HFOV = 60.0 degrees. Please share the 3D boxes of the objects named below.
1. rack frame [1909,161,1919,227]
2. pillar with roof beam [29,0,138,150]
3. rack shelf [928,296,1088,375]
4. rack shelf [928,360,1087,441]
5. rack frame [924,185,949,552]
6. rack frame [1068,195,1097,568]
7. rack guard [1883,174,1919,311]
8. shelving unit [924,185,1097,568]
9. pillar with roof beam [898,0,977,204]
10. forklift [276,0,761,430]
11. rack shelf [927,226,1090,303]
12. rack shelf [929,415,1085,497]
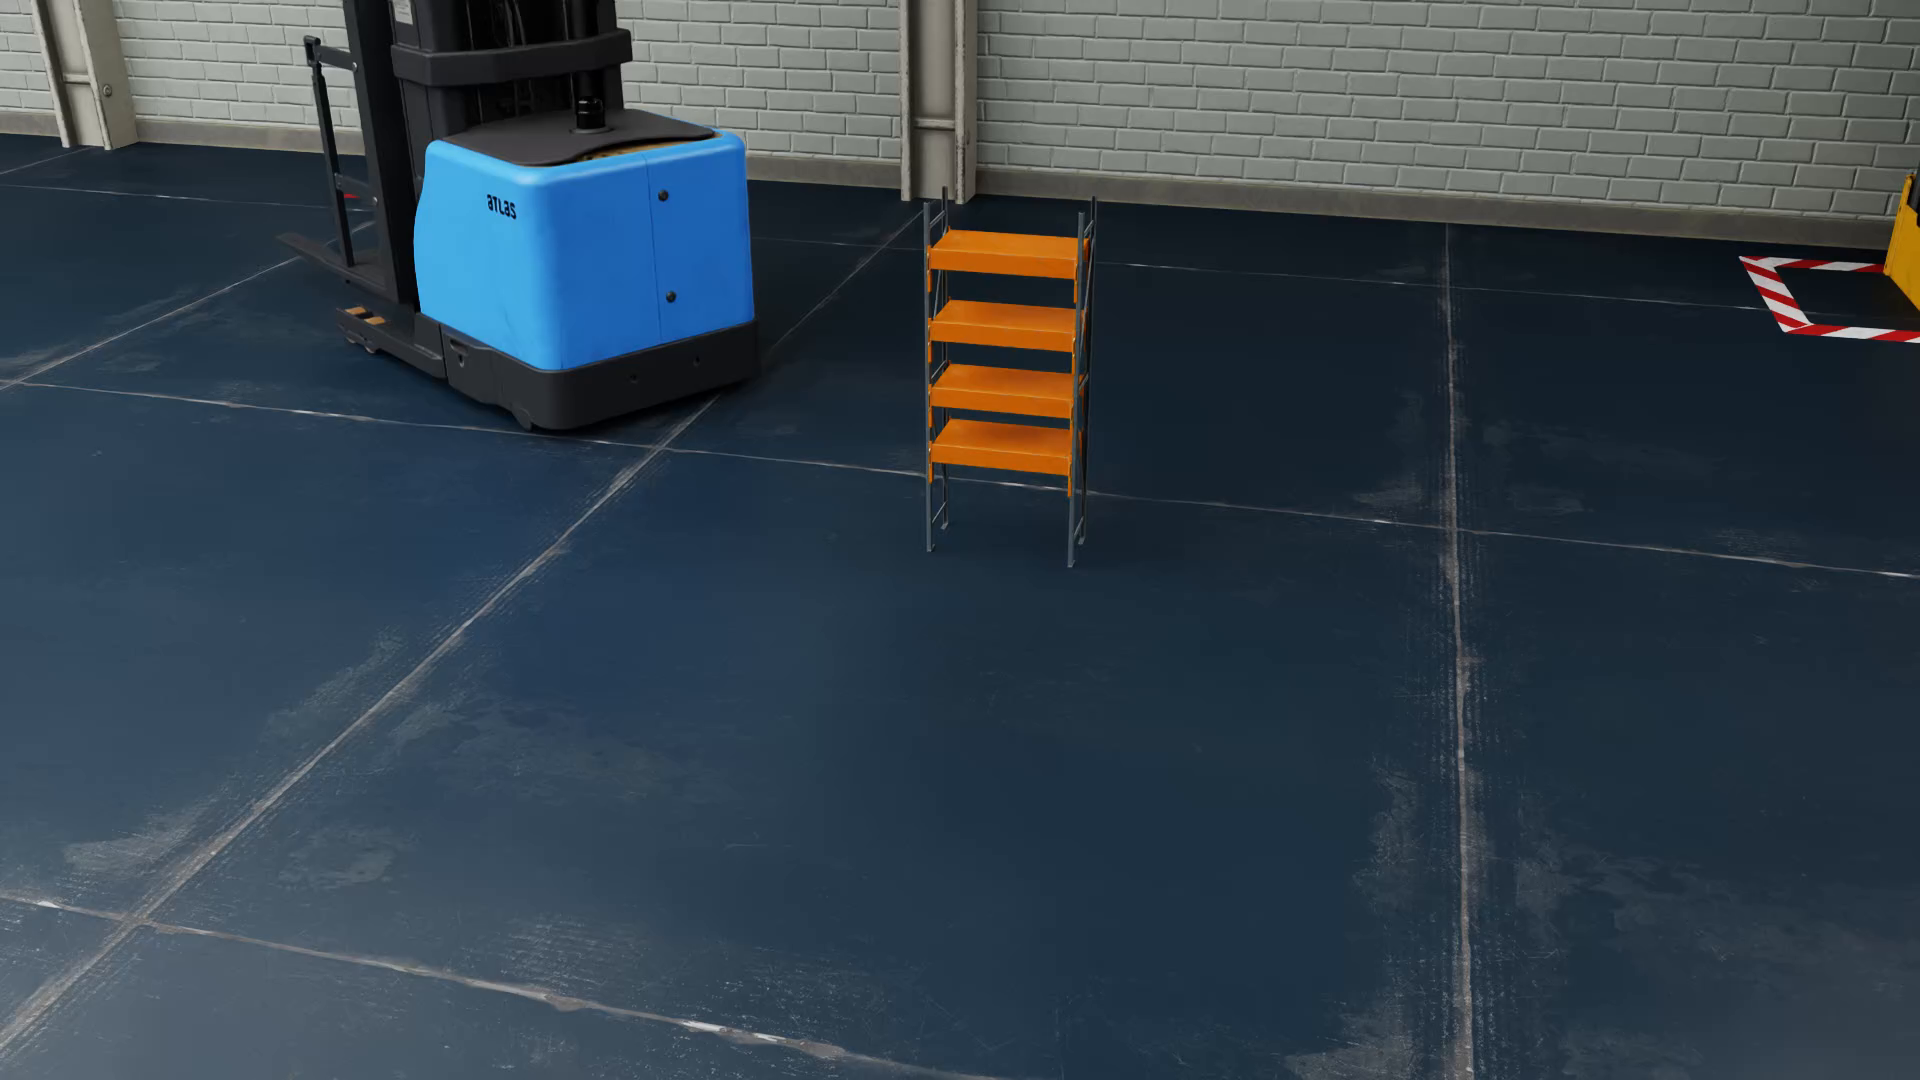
[{"bbox_3d":[4.790,-2.528,7.571,0.127,3.000,1.000,6,26,13],"label":"rack frame"},{"bbox_3d":[-7.011,-5.015,5.815,0.400,9.000,9.100,6,26,13],"label":"pillar with roof beam"},{"bbox_3d":[0.160,-0.665,5.388,0.480,0.148,0.258,6,26,13],"label":"rack shelf"},{"bbox_3d":[0.160,-0.463,5.484,0.480,0.148,0.258,6,26,13],"label":"rack shelf"},{"bbox_3d":[-0.076,-0.550,5.510,0.015,1.200,0.240,6,26,13],"label":"rack frame"},{"bbox_3d":[0.397,-0.498,5.400,0.015,1.200,0.240,6,26,13],"label":"rack frame"},{"bbox_3d":[4.863,-1.392,8.092,0.348,0.500,1.175,6,26,13],"label":"rack guard"},{"bbox_3d":[0.160,-0.524,5.455,0.503,1.200,0.258,6,26,13],"label":"shelving unit"},{"bbox_3d":[-1.200,-4.372,4.465,0.400,9.000,9.100,6,26,13],"label":"pillar with roof beam"},{"bbox_3d":[-2.219,-2.298,7.167,1.130,2.935,3.031,-22,33,-38],"label":"forklift"},{"bbox_3d":[0.160,-0.879,5.286,0.480,0.148,0.258,6,26,13],"label":"rack shelf"},{"bbox_3d":[0.160,-0.284,5.569,0.480,0.148,0.258,6,26,13],"label":"rack shelf"}]
